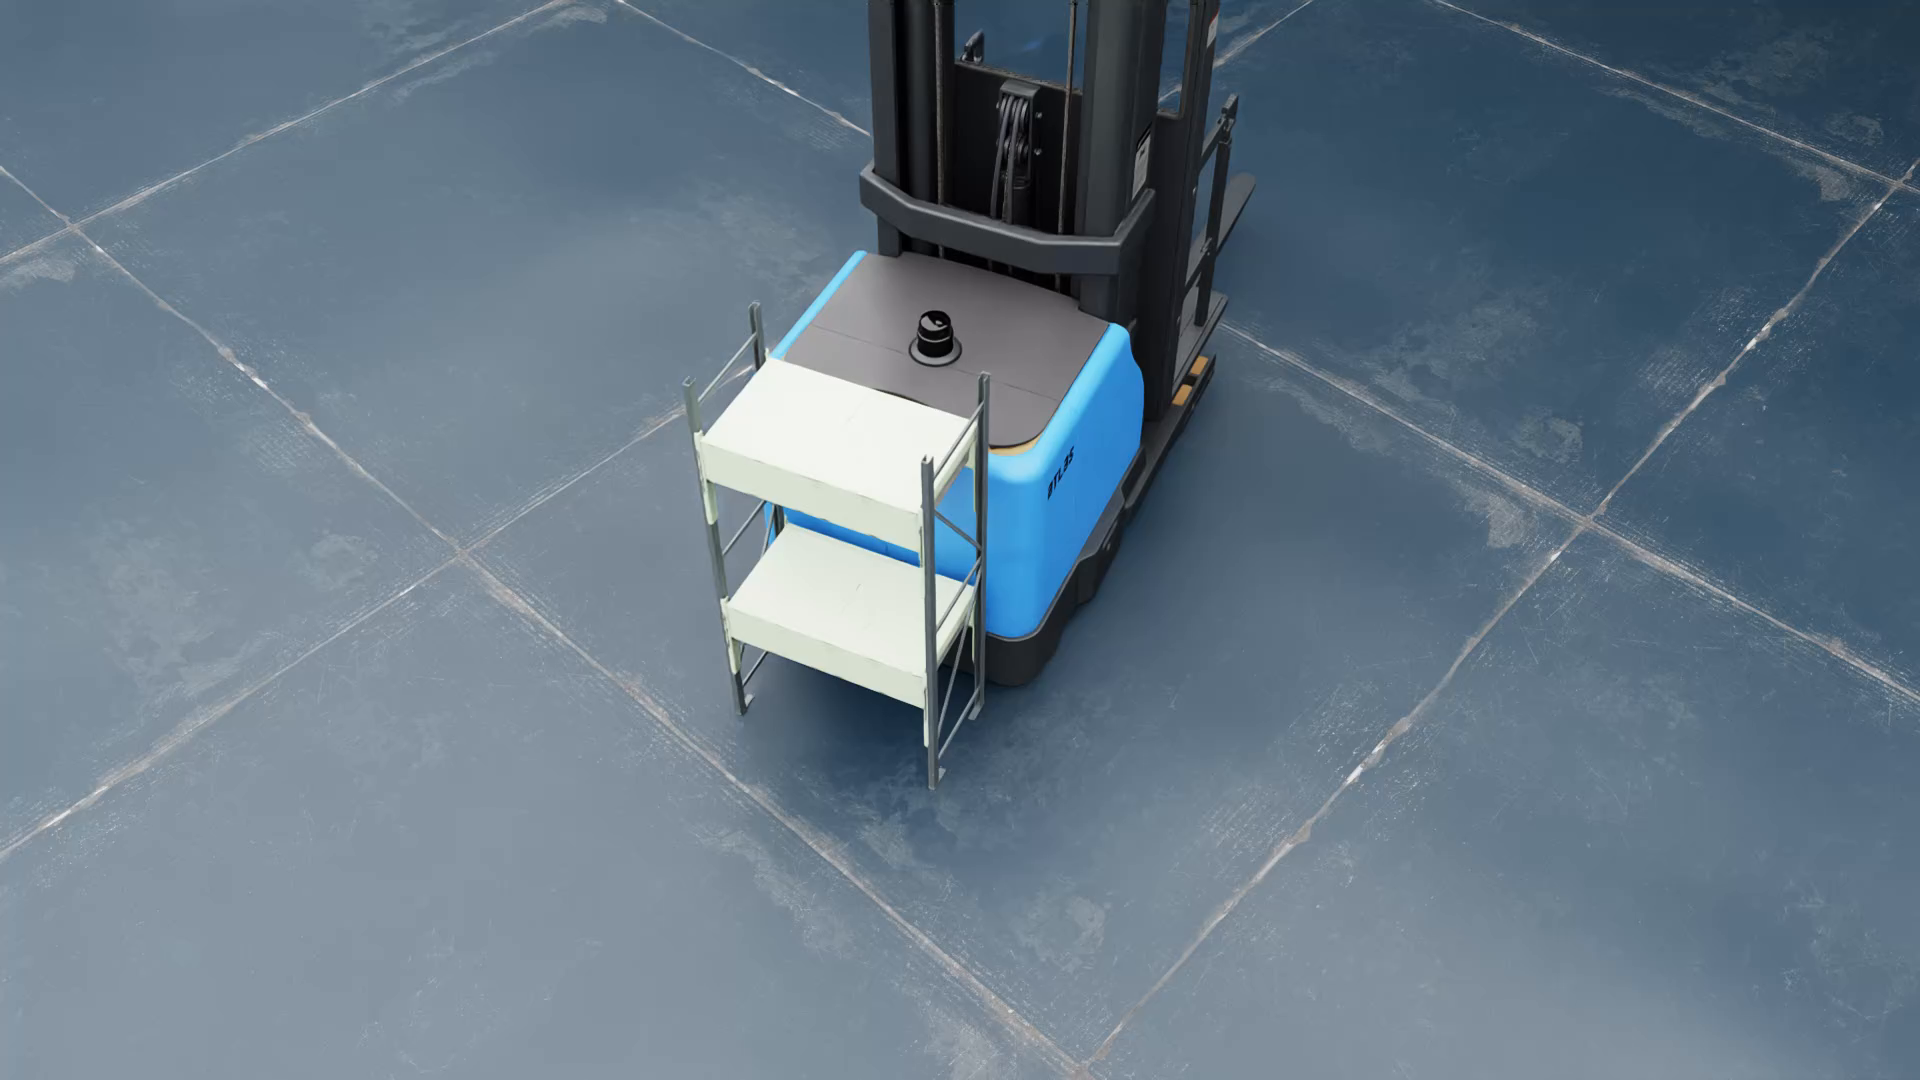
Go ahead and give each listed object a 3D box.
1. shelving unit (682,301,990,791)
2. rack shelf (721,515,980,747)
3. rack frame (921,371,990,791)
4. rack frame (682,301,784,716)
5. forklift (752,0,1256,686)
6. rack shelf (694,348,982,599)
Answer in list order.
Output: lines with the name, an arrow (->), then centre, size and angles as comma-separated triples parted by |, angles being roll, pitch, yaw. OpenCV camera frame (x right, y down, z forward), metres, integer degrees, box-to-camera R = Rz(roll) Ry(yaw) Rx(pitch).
shelving unit -> -0.342, 0.065, 5.160 | 0.755, 1.500, 0.431 | 19, 50, 17
rack shelf -> -0.342, 0.288, 5.398 | 0.720, 0.370, 0.431 | 19, 50, 17
rack frame -> -0.010, 0.177, 5.054 | 0.023, 1.500, 0.400 | 19, 50, 17
rack frame -> -0.675, -0.047, 5.265 | 0.023, 1.500, 0.400 | 19, 50, 17
forklift -> 0.391, -1.592, 5.734 | 1.130, 2.935, 3.031 | 19, 50, 17
rack shelf -> -0.343, -0.202, 4.875 | 0.720, 0.370, 0.431 | 19, 50, 17
